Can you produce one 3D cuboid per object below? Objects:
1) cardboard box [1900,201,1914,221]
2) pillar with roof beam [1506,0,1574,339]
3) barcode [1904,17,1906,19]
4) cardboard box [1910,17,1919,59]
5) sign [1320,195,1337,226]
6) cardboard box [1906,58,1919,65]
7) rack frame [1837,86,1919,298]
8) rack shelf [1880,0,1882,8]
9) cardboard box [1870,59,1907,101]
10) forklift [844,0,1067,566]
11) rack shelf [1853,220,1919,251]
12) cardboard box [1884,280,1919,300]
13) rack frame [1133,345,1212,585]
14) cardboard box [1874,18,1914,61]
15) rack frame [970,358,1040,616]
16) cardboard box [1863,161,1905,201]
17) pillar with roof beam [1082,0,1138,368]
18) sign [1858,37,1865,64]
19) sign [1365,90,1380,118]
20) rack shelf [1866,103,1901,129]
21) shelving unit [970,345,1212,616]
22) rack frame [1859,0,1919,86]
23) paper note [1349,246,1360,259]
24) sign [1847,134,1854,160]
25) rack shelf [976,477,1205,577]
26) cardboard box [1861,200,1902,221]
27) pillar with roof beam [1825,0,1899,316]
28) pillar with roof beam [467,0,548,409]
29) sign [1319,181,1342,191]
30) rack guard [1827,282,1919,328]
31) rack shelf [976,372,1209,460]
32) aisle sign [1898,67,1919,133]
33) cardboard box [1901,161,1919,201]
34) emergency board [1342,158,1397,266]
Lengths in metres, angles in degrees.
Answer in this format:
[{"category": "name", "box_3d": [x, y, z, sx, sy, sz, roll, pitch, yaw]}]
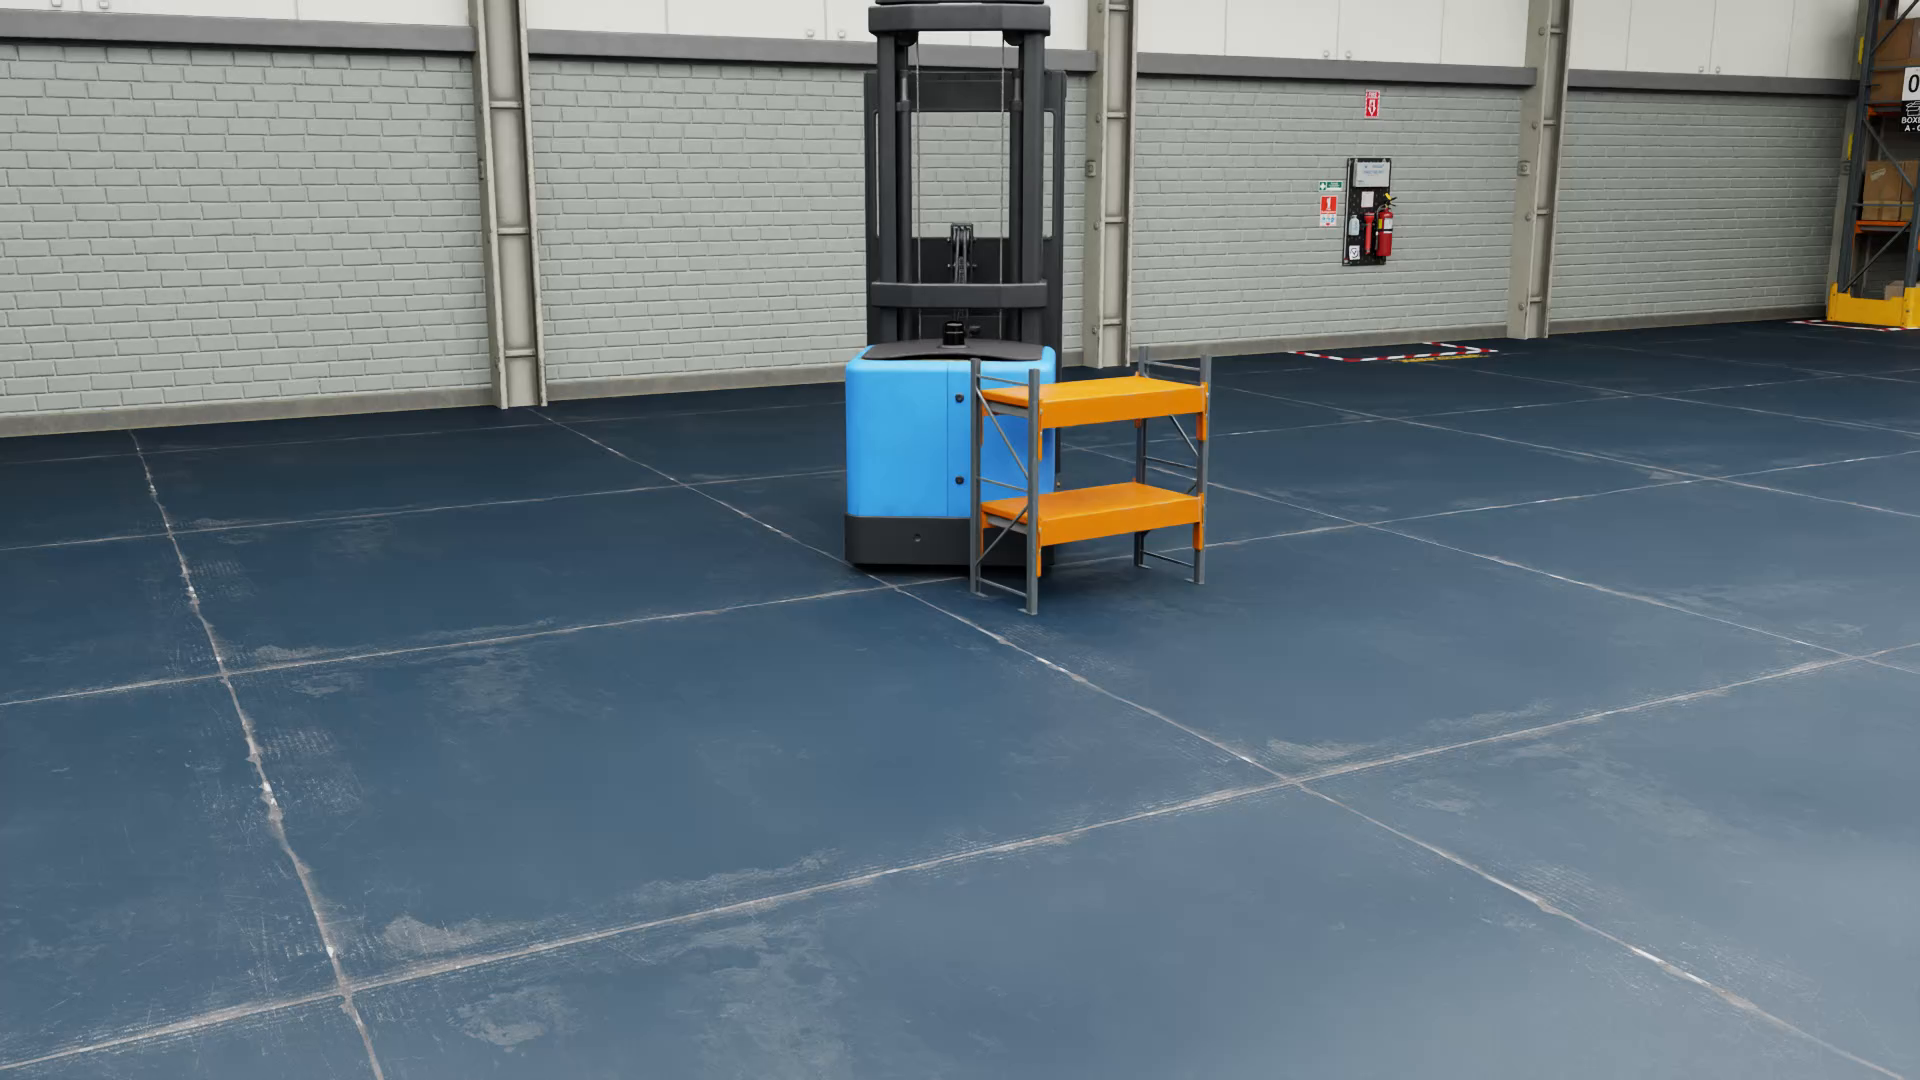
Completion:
[{"category": "cardboard box", "box_3d": [12.410, -4.200, 21.238, 0.500, 0.250, 0.500, -7, 15, -29]}, {"category": "pillar with roof beam", "box_3d": [8.826, -5.980, 15.185, 0.400, 9.000, 9.100, -7, 14, -28]}, {"category": "barcode", "box_3d": [12.213, -6.737, 21.511, 0.075, 0.075, 0.001, -7, 14, -28]}, {"category": "cardboard box", "box_3d": [12.284, -6.277, 20.787, 0.500, 0.500, 0.500, -8, 15, -32]}, {"category": "sign", "box_3d": [4.041, -3.609, 18.234, 0.234, 0.329, 0.001, -7, 14, -28]}, {"category": "cardboard box", "box_3d": [12.243, -5.783, 20.867, 0.500, 0.500, 0.500, -6, 14, -26]}, {"category": "rack frame", "box_3d": [11.829, -4.274, 21.267, 0.127, 3.000, 1.000, -7, 14, -28]}, {"category": "rack shelf", "box_3d": [13.585, -7.058, 21.623, 4.000, 0.370, 1.077, -7, 14, -28]}, {"category": "cardboard box", "box_3d": [12.074, -5.888, 21.336, 0.500, 0.500, 0.500, -6, 14, -24]}, {"category": "forklift", "box_3d": [0.043, -1.567, 9.397, 1.130, 2.935, 3.031, 1, 13, 4]}, {"category": "rack shelf", "box_3d": [13.585, -4.133, 22.281, 4.000, 0.370, 1.077, -7, 14, -28]}, {"category": "cardboard box", "box_3d": [12.480, -3.232, 21.760, 0.500, 0.311, 0.500, -9, 15, -34]}, {"category": "rack frame", "box_3d": [1.043, -0.375, 8.215, 0.032, 1.125, 0.500, -8, 15, -33]}, {"category": "cardboard box", "box_3d": [12.083, -6.379, 21.240, 0.500, 0.500, 0.500, -6, 14, -25]}, {"category": "rack frame", "box_3d": [0.201, -0.250, 7.660, 0.032, 1.125, 0.500, -8, 15, -33]}, {"category": "cardboard box", "box_3d": [12.141, -4.667, 21.601, 0.500, 0.500, 0.500, -7, 14, -28]}, {"category": "pillar with roof beam", "box_3d": [3.559, -5.349, 12.380, 0.400, 9.000, 9.100, -7, 14, -28]}, {"category": "sign", "box_3d": [11.581, -6.278, 21.325, 0.005, 0.325, 0.100, -7, 14, -28]}, {"category": "sign", "box_3d": [4.521, -4.779, 18.235, 0.199, 0.298, 0.001, -7, 14, -28]}, {"category": "rack shelf", "box_3d": [13.585, -5.596, 21.952, 4.000, 0.370, 1.077, -7, 14, -28]}, {"category": "shelving unit", "box_3d": [0.622, -0.313, 7.937, 1.048, 1.125, 0.538, -8, 15, -33]}, {"category": "rack frame", "box_3d": [11.829, -7.200, 20.608, 0.127, 3.000, 1.000, -7, 14, -28]}, {"category": "paper note", "box_3d": [4.387, -3.195, 18.481, 0.142, 0.148, 0.016, -7, 14, -28]}, {"category": "sign", "box_3d": [11.581, -5.102, 21.590, 0.005, 0.325, 0.100, -7, 14, -28]}, {"category": "rack shelf", "box_3d": [0.622, -0.074, 7.991, 1.000, 0.278, 0.538, -8, 15, -33]}, {"category": "cardboard box", "box_3d": [12.147, -4.297, 21.666, 0.500, 0.250, 0.500, -7, 14, -27]}, {"category": "pillar with roof beam", "box_3d": [14.092, -6.611, 17.990, 0.400, 9.000, 9.100, -7, 14, -28]}, {"category": "pillar with roof beam", "box_3d": [-1.707, -4.718, 9.576, 0.400, 9.000, 9.100, -7, 14, -28]}, {"category": "sign", "box_3d": [4.049, -3.867, 18.170, 0.331, 0.109, 0.001, -7, 14, -28]}, {"category": "rack guard", "box_3d": [11.896, -3.062, 21.577, 0.348, 0.500, 1.175, -7, 14, -28]}, {"category": "rack shelf", "box_3d": [0.622, -0.598, 7.873, 1.000, 0.278, 0.538, -8, 15, -33]}, {"category": "aisle sign", "box_3d": [11.910, -5.477, 20.691, 0.004, 0.787, 0.394, -7, 14, -28]}, {"category": "cardboard box", "box_3d": [12.392, -4.568, 21.165, 0.500, 0.500, 0.500, -7, 14, -28]}, {"category": "emergency board", "box_3d": [4.576, -3.630, 18.408, 0.643, 1.169, 0.194, -7, 14, -28]}]
